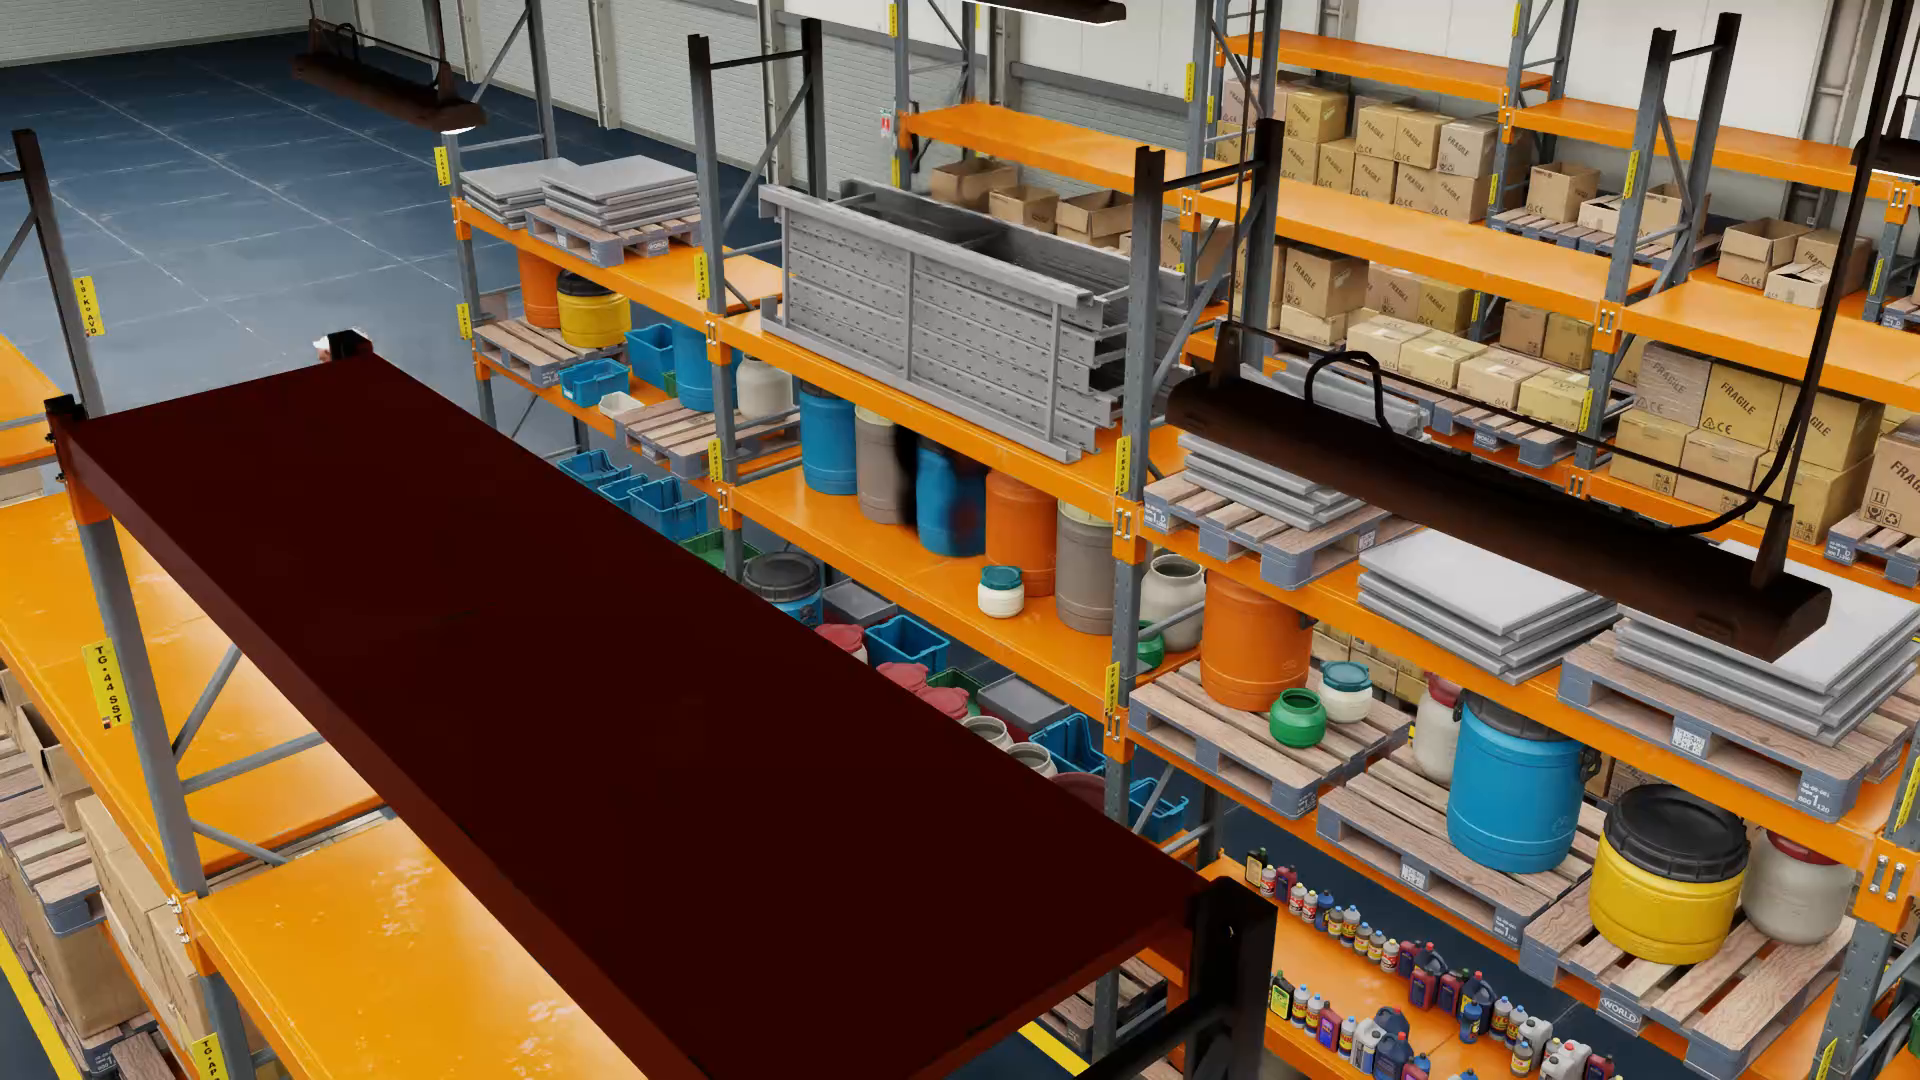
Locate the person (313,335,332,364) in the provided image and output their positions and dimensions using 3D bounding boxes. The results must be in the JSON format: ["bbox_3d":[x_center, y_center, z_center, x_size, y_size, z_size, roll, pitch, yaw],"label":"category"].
[{"bbox_3d":[-6.925,-1.462,18.566,0.585,1.733,0.658,-8,28,-15],"label":"person"}]
